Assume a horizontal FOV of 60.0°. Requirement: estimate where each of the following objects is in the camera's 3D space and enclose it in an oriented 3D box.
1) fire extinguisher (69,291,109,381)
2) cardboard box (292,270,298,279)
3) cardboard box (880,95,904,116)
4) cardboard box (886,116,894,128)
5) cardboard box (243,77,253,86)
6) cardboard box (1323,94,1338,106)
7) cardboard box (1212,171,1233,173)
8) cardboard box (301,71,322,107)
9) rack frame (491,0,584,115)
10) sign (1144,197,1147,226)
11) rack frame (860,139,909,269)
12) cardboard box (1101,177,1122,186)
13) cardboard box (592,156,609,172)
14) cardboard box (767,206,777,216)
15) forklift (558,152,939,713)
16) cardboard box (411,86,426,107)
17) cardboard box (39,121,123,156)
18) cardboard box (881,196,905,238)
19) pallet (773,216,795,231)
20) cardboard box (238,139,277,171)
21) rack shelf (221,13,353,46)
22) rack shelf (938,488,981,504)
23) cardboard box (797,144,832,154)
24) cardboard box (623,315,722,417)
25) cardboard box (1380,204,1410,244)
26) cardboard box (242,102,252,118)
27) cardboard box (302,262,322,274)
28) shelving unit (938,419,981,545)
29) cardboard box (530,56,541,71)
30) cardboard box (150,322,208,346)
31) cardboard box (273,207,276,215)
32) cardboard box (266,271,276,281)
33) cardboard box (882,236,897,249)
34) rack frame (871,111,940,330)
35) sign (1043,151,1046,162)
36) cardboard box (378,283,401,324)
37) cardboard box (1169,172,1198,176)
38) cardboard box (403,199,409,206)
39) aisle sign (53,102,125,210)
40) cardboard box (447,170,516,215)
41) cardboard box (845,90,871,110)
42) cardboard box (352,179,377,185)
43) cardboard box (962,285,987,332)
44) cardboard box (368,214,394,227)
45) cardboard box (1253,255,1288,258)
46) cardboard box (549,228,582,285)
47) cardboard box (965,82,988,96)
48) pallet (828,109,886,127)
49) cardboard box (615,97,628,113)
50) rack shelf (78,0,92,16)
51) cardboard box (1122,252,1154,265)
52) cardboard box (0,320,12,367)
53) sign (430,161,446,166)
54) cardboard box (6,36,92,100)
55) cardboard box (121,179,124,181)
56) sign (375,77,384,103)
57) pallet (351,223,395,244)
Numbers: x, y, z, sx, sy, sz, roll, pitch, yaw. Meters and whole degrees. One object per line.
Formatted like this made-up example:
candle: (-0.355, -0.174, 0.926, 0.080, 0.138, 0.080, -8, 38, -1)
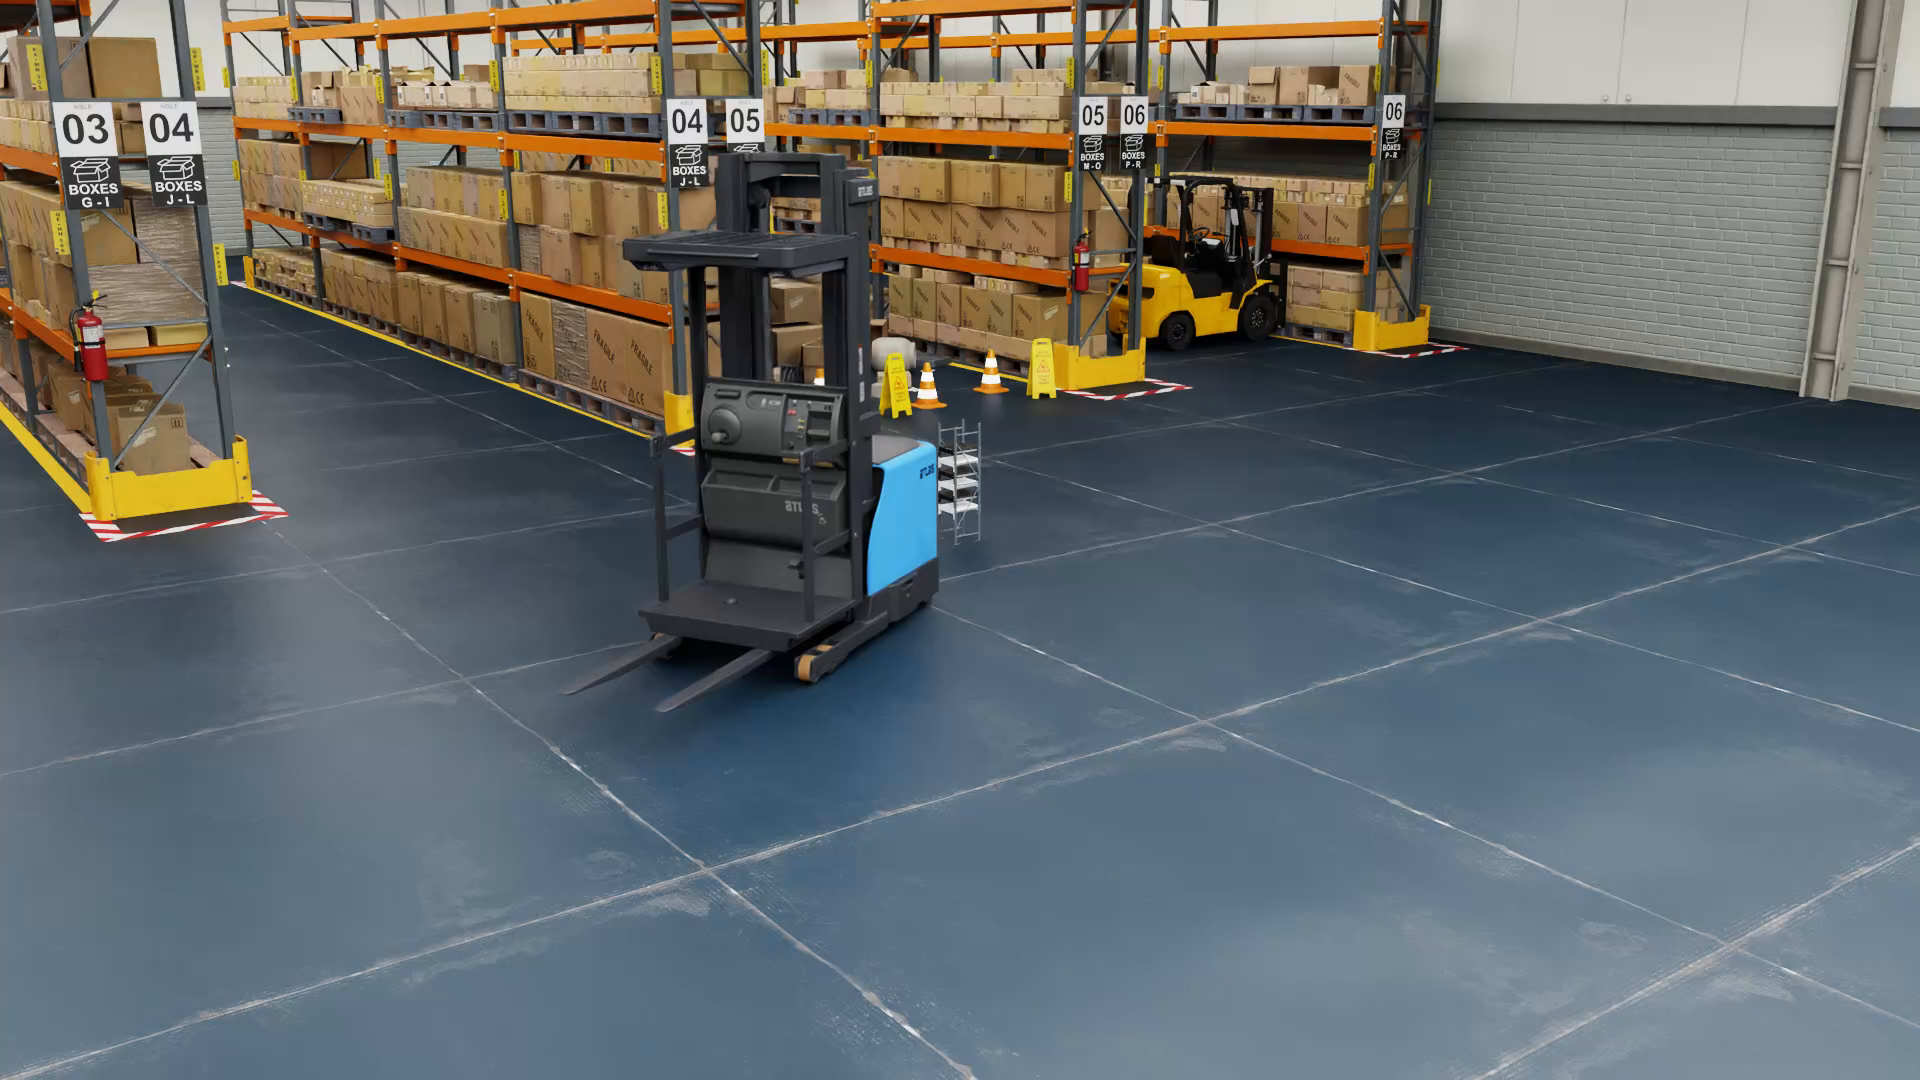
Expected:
fire extinguisher: (-6.672, -1.568, 12.770, 0.296, 0.674, 0.183, -11, 19, -35)
cardboard box: (-10.368, -4.232, 26.396, 0.380, 0.149, 0.250, -10, 18, -33)
cardboard box: (-0.665, -5.475, 20.938, 0.500, 0.250, 0.500, -11, 19, -36)
cardboard box: (-0.717, -5.314, 21.103, 0.380, 0.149, 0.250, -11, 19, -35)
cardboard box: (-11.318, -7.391, 26.799, 0.380, 0.149, 0.250, -11, 19, -34)
cardboard box: (4.930, -5.717, 21.592, 0.380, 0.149, 0.250, -12, 19, -36)
cardboard box: (3.857, -5.288, 24.234, 0.380, 0.149, 0.250, -11, 19, -36)
cardboard box: (-9.217, -6.612, 24.384, 0.700, 0.500, 0.500, -11, 19, -34)
rack frame: (-4.647, -6.198, 18.174, 1.000, 3.000, 0.127, -11, 19, -35)
sign: (2.089, -3.742, 18.924, 0.100, 0.325, 0.005, -11, 19, -35)
rack frame: (-1.393, -6.573, 30.911, 1.000, 3.000, 0.127, -11, 19, -35)
cardboard box: (2.297, -5.479, 25.493, 0.380, 0.149, 0.250, -11, 19, -36)
cardboard box: (-5.907, -6.391, 28.159, 0.500, 0.500, 0.500, -11, 19, -35)
cardboard box: (-2.606, -4.738, 23.886, 0.380, 0.149, 0.250, -11, 19, -34)
forklift: (-1.203, -0.718, 9.647, 1.130, 2.935, 3.031, 7, 17, 23)
cardboard box: (-6.456, -5.488, 20.561, 0.500, 0.250, 0.500, -10, 18, -33)
cardboard box: (-6.855, -3.139, 12.967, 0.500, 0.250, 0.500, -10, 18, -33)
cardboard box: (-0.669, -4.148, 21.298, 0.500, 0.500, 0.500, -11, 19, -35)
pallet: (-2.549, -4.720, 24.502, 1.213, 0.211, 1.003, -11, 19, -35)
cardboard box: (-11.653, -6.403, 27.643, 0.500, 0.500, 0.500, -11, 19, -35)
rack shelf: (-10.526, -7.984, 26.071, 1.077, 0.370, 4.000, -11, 19, -35)
rack shelf: (-0.005, -0.317, 12.496, 0.258, 0.077, 0.200, -11, 19, -35)
cardboard box: (-2.814, -7.401, 32.236, 0.500, 0.500, 0.500, -10, 18, -33)
cardboard box: (-2.747, -1.762, 16.561, 0.875, 0.875, 0.875, -11, 19, -34)
cardboard box: (5.596, -4.208, 22.080, 0.500, 0.500, 0.500, -10, 18, -33)
cardboard box: (-11.339, -6.992, 27.043, 0.500, 0.250, 0.500, -10, 18, -33)
cardboard box: (-9.953, -4.211, 25.756, 0.380, 0.149, 0.250, -11, 19, -34)
shelving unit: (-0.005, -0.436, 12.464, 0.258, 0.900, 0.210, -11, 19, -35)
cardboard box: (-4.259, -4.972, 17.358, 0.380, 0.149, 0.250, -11, 19, -35)
cardboard box: (-6.341, -1.678, 13.502, 0.380, 0.149, 0.250, -11, 19, -35)
cardboard box: (-10.819, -5.300, 26.734, 0.380, 0.149, 0.250, -10, 18, -33)
cardboard box: (-11.220, -4.366, 27.449, 0.380, 0.149, 0.250, -11, 19, -34)
cardboard box: (-0.776, -3.856, 21.457, 0.380, 0.149, 0.250, -11, 19, -35)
rack frame: (-0.702, -4.094, 21.852, 1.000, 3.000, 0.127, -11, 19, -35)
sign: (1.406, -6.365, 27.955, 0.100, 0.325, 0.005, -11, 19, -35)
cardboard box: (-7.597, -3.255, 22.726, 0.500, 0.500, 0.500, -11, 19, -35)
cardboard box: (3.258, -5.256, 24.114, 0.380, 0.149, 0.250, -10, 18, -33)
cardboard box: (-7.441, -4.631, 22.933, 0.380, 0.149, 0.250, -12, 19, -36)
aisle sign: (-6.572, -2.896, 12.549, 0.394, 0.787, 0.004, -11, 19, -35)
cardboard box: (-5.840, -4.265, 20.394, 0.700, 0.500, 0.500, -11, 19, -35)
cardboard box: (-1.163, -5.773, 21.794, 0.500, 0.250, 0.500, -11, 19, -36)
cardboard box: (-8.798, -5.268, 24.695, 0.380, 0.149, 0.250, -12, 19, -36)
cardboard box: (0.367, -2.828, 20.220, 0.500, 0.500, 0.500, -11, 19, -36)
cardboard box: (-7.660, -4.273, 22.188, 0.380, 0.149, 0.250, -10, 18, -34)
cardboard box: (4.353, -3.933, 23.782, 0.500, 0.250, 0.500, -11, 19, -34)
cardboard box: (-3.856, -3.052, 17.760, 0.875, 0.550, 0.550, -11, 19, -35)
cardboard box: (0.283, -5.299, 19.537, 0.380, 0.149, 0.250, -10, 18, -33)
pallet: (-0.979, -5.598, 22.022, 1.213, 0.211, 1.003, -11, 19, -35)
cardboard box: (-3.063, -4.153, 15.878, 0.380, 0.149, 0.250, -11, 19, -34)
rack shelf: (-7.542, -4.674, 13.975, 1.077, 0.370, 4.000, -11, 19, -35)
cardboard box: (2.995, -4.032, 25.328, 0.875, 0.625, 0.625, -10, 18, -32)
cardboard box: (-10.660, -2.276, 19.113, 0.700, 0.500, 0.500, -12, 19, -37)
sign: (-11.167, -7.993, 35.585, 0.327, 0.218, 0.001, -11, 19, -35)
cardboard box: (-7.482, -3.873, 13.662, 0.500, 0.500, 0.500, -11, 19, -35)
cardboard box: (-8.231, -3.176, 15.852, 0.500, 0.500, 0.500, -11, 19, -35)
sign: (-7.439, -5.770, 21.316, 0.100, 0.325, 0.005, -11, 19, -35)
pallet: (-7.504, -4.201, 22.607, 1.213, 0.211, 1.003, -11, 19, -35)
